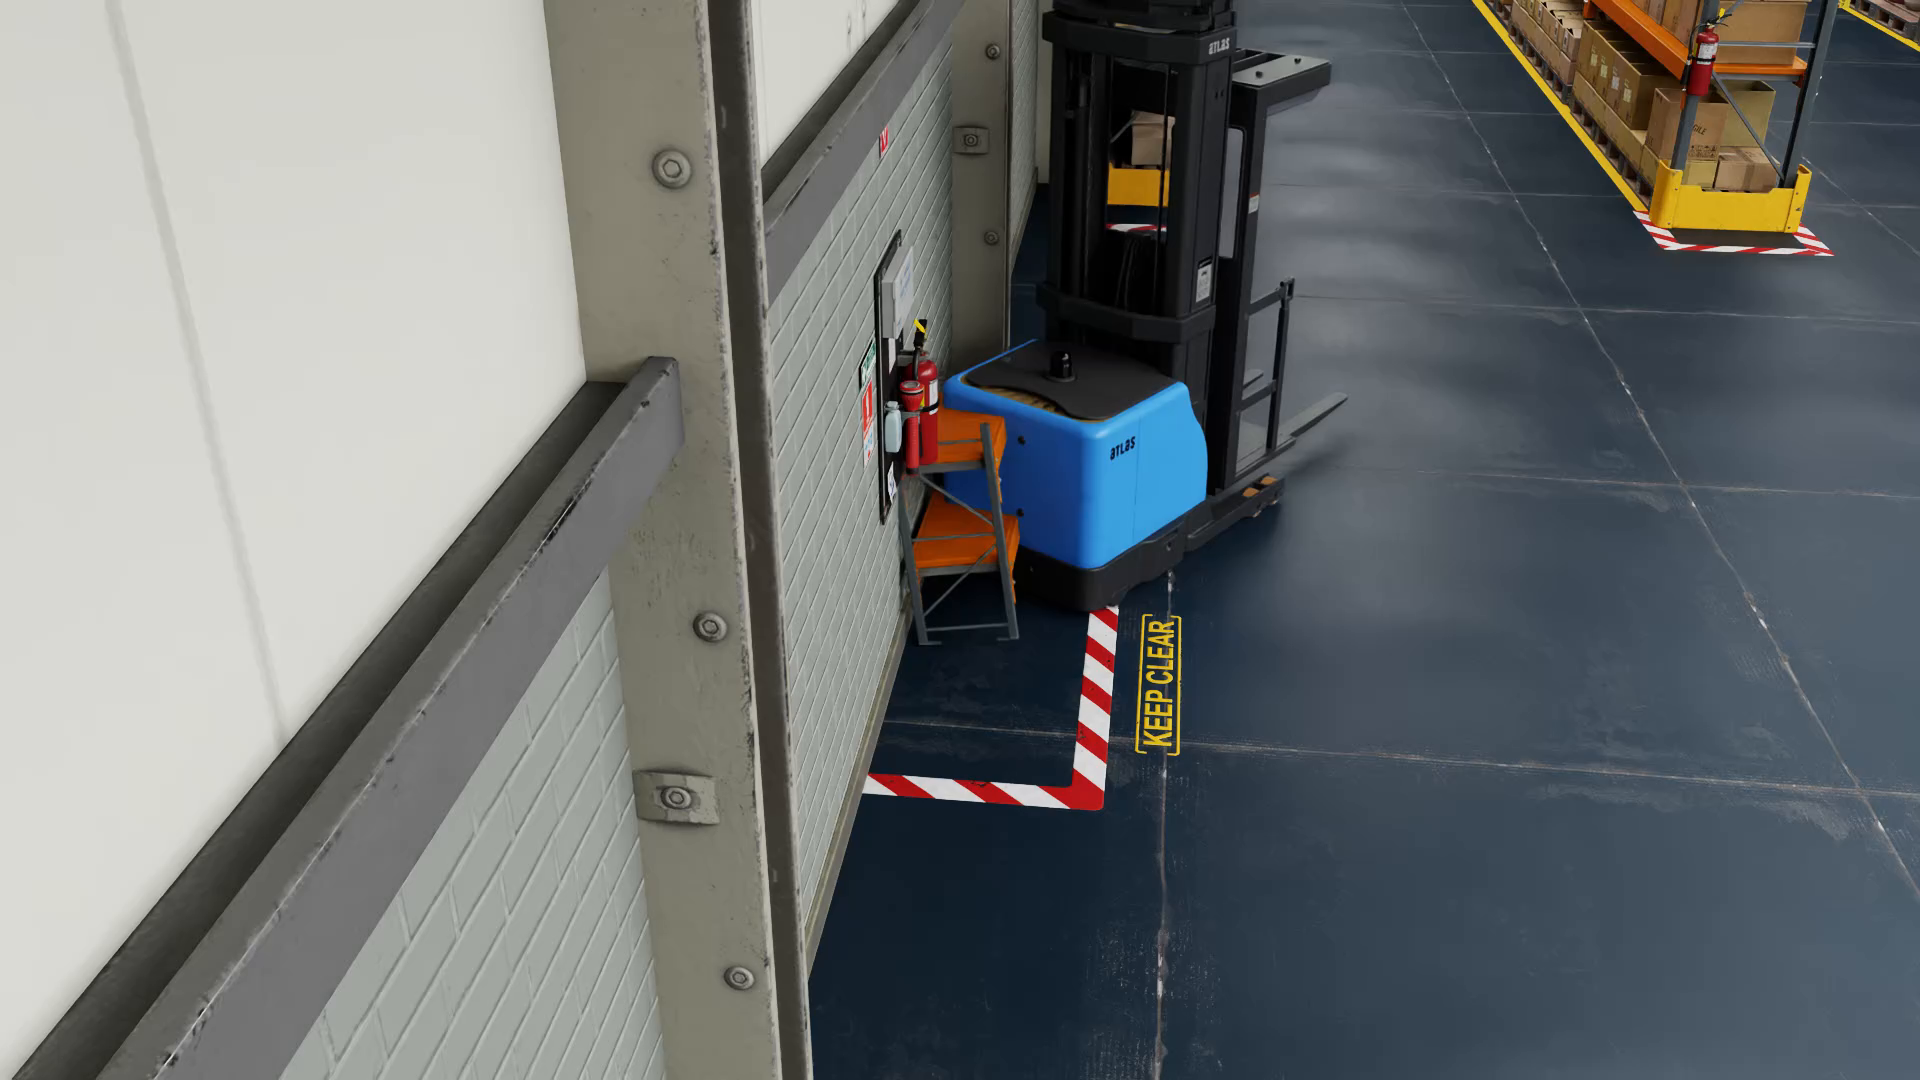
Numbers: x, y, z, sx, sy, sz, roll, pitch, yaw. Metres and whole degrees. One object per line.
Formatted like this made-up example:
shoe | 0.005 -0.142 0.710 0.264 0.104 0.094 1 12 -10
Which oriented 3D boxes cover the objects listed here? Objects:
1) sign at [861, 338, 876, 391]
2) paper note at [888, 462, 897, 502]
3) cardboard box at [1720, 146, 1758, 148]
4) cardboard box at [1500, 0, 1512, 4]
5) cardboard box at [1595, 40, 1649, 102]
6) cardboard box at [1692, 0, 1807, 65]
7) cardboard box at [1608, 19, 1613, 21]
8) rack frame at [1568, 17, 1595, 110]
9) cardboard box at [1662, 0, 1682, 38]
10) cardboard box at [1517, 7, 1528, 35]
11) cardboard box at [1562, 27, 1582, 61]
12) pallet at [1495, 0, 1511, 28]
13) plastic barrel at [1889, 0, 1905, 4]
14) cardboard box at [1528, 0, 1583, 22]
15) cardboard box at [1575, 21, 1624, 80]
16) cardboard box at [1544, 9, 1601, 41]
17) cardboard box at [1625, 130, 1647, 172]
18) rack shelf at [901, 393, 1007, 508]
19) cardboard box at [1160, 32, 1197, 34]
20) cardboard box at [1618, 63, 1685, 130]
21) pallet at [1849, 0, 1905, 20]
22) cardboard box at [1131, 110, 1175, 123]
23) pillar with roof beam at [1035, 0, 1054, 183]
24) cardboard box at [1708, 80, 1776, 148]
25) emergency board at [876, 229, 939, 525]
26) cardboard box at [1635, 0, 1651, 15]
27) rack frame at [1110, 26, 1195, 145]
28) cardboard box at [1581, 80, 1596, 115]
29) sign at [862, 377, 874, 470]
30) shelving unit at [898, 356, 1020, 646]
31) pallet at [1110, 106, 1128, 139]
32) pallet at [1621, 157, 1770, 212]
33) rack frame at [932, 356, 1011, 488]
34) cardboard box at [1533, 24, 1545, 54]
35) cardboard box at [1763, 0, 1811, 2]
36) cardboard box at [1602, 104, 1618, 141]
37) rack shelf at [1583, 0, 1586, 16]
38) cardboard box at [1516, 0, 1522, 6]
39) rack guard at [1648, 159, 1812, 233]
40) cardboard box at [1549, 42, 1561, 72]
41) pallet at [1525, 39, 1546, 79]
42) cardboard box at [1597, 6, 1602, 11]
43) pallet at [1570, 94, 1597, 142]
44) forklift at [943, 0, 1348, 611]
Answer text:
sign | -0.375 -0.723 6.833 0.001 0.109 0.331 3 28 6
paper note | -0.304 -0.259 7.498 0.016 0.148 0.142 3 28 6
cardboard box | 6.895 -3.495 15.032 0.500 0.250 0.500 3 28 6
cardboard box | 7.413 -7.359 21.918 0.500 0.500 0.500 4 29 8
cardboard box | 6.551 -4.562 16.222 0.500 0.500 0.500 3 28 6
cardboard box | 6.621 -4.309 13.980 0.700 0.500 0.500 3 28 6
cardboard box | 7.406 -5.565 18.283 0.500 0.311 0.500 3 28 6
rack frame | 7.041 -5.929 17.092 1.000 3.000 0.127 3 28 6
cardboard box | 6.747 -4.790 14.873 0.700 0.500 0.500 4 29 7
cardboard box | 7.115 -6.320 20.275 0.500 0.250 0.500 3 28 5
cardboard box | 6.806 -5.357 17.897 0.500 0.311 0.500 3 28 6
pallet | 7.660 -6.933 21.897 1.003 0.211 1.213 3 28 6
plastic barrel | 12.628 -7.408 21.938 0.600 0.588 0.708 3 28 6
cardboard box | 7.055 -6.316 19.676 0.500 0.311 0.500 3 28 5
cardboard box | 6.674 -5.033 17.096 0.500 0.500 0.500 3 28 6
cardboard box | 6.927 -5.837 18.788 0.500 0.311 0.500 3 28 6
cardboard box | 6.373 -3.526 15.089 0.500 0.250 0.500 3 28 6
rack shelf | -0.011 -0.484 8.366 0.538 0.278 1.000 -4 23 10
cardboard box | 2.009 -4.486 14.551 0.500 0.250 0.500 3 28 5
cardboard box | 6.429 -4.092 15.348 0.500 0.500 0.500 3 28 6
pallet | 12.654 -7.241 22.467 1.003 0.211 1.213 3 28 6
cardboard box | 1.878 -3.931 15.755 0.500 0.311 0.500 6 29 10
pillar with roof beam | 5.134 -7.103 12.946 9.100 9.000 0.400 3 28 6
cardboard box | 6.897 -3.825 14.854 0.500 0.500 0.500 3 28 6
emergency board | -0.214 -0.727 7.436 0.194 1.169 0.643 3 28 6
cardboard box | 6.870 -5.279 15.781 0.700 0.500 0.500 4 29 7
rack frame | 1.634 -4.332 14.128 1.000 3.000 0.127 3 28 6
cardboard box | 6.617 -4.467 16.836 0.500 0.250 0.500 3 28 6
sign | -0.384 -0.488 6.955 0.001 0.329 0.234 3 28 6
shelving unit | 0.030 -0.217 8.479 0.538 1.125 1.048 -4 23 10
pallet | 1.930 -4.093 16.625 1.003 0.211 1.213 3 28 6
pallet | 6.603 -3.181 14.931 1.003 0.211 1.213 3 28 6
rack frame | 0.093 -0.422 8.940 0.500 1.125 0.032 -4 23 10
cardboard box | 6.994 -5.833 19.372 0.500 0.250 0.500 4 29 7
cardboard box | 6.813 -4.548 13.739 0.380 0.149 0.250 3 28 6
cardboard box | 6.495 -3.997 15.962 0.500 0.250 0.500 3 28 6
rack shelf | 7.286 -6.554 19.010 1.077 0.370 4.000 3 28 6
cardboard box | 7.176 -6.803 20.581 0.500 0.311 0.500 4 29 8
rack guard | 6.548 -2.934 14.169 1.175 0.500 0.348 3 28 6
cardboard box | 6.868 -5.353 18.480 0.500 0.250 0.500 3 28 5
pallet | 7.240 -5.626 19.471 1.003 0.211 1.213 3 28 6
cardboard box | 7.526 -6.054 19.189 0.500 0.311 0.500 4 29 8
pallet | 6.902 -4.329 17.063 1.003 0.211 1.213 3 28 6
forklift | 1.224 -1.556 9.047 1.130 2.935 3.031 21 35 34
